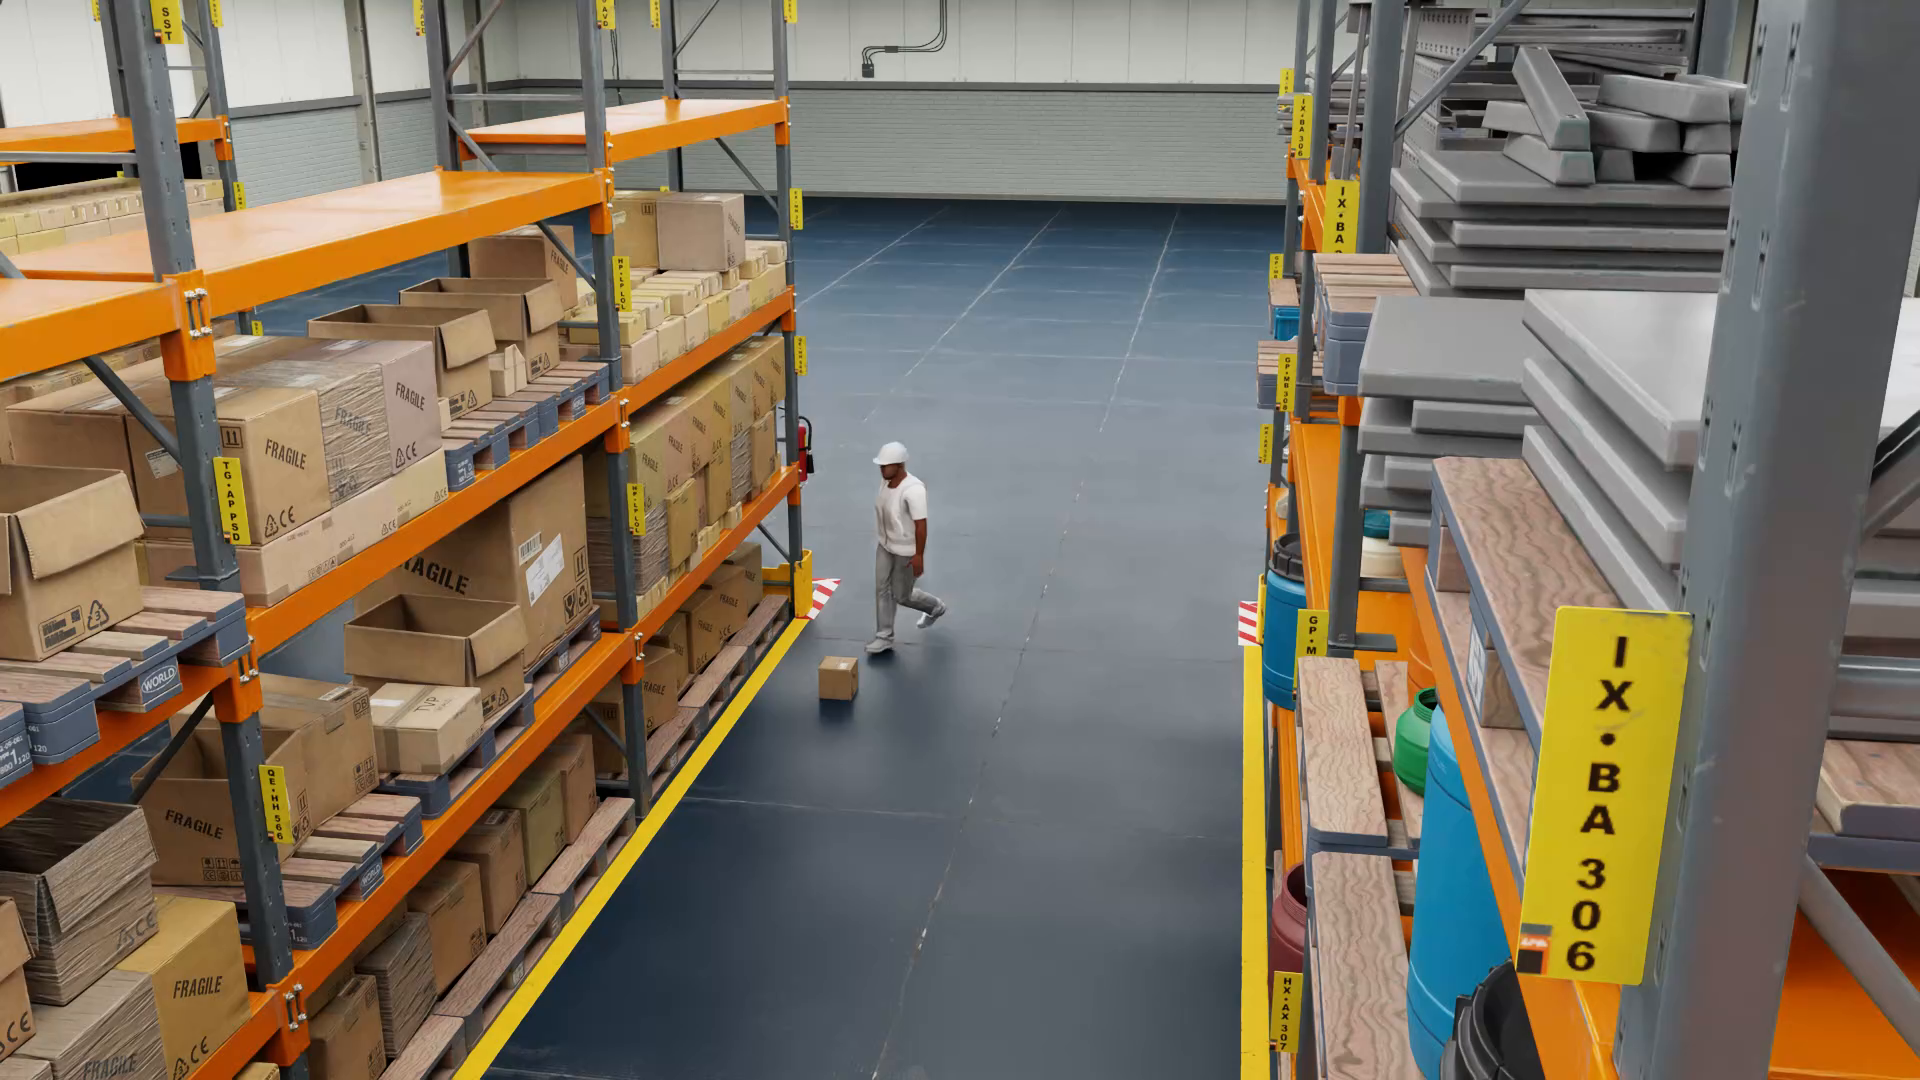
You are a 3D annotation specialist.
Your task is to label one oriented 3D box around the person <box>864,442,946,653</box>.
[{"bbox_3d":[-0.438,0.041,13.364,0.805,1.749,0.642,-13,22,-36],"label":"person"}]
